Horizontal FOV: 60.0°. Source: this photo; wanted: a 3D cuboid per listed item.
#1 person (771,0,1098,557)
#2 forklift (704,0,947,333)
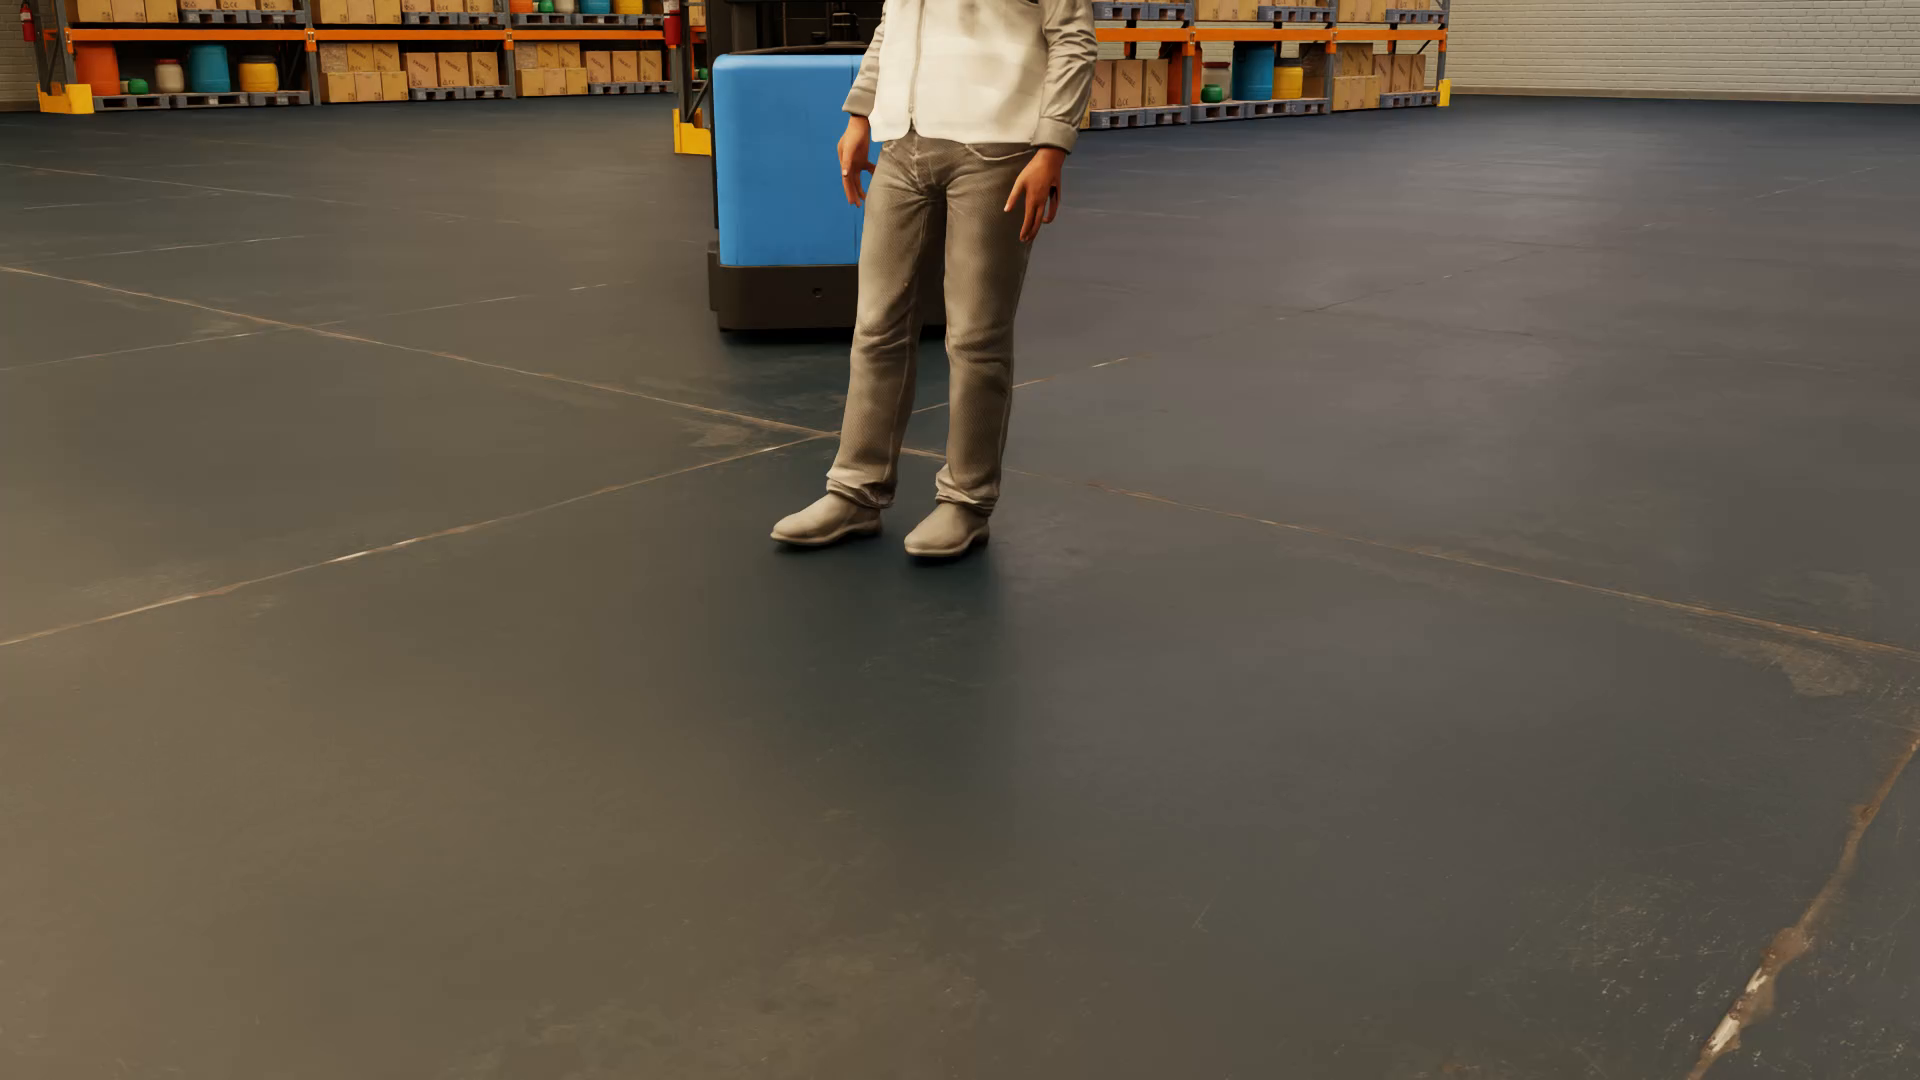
[{"bbox_3d":[-0.046,-0.843,3.642,0.632,1.773,0.568,13,21,37],"label":"person"},{"bbox_3d":[-0.596,-2.586,7.412,1.130,2.935,3.031,-2,17,-7],"label":"forklift"}]
